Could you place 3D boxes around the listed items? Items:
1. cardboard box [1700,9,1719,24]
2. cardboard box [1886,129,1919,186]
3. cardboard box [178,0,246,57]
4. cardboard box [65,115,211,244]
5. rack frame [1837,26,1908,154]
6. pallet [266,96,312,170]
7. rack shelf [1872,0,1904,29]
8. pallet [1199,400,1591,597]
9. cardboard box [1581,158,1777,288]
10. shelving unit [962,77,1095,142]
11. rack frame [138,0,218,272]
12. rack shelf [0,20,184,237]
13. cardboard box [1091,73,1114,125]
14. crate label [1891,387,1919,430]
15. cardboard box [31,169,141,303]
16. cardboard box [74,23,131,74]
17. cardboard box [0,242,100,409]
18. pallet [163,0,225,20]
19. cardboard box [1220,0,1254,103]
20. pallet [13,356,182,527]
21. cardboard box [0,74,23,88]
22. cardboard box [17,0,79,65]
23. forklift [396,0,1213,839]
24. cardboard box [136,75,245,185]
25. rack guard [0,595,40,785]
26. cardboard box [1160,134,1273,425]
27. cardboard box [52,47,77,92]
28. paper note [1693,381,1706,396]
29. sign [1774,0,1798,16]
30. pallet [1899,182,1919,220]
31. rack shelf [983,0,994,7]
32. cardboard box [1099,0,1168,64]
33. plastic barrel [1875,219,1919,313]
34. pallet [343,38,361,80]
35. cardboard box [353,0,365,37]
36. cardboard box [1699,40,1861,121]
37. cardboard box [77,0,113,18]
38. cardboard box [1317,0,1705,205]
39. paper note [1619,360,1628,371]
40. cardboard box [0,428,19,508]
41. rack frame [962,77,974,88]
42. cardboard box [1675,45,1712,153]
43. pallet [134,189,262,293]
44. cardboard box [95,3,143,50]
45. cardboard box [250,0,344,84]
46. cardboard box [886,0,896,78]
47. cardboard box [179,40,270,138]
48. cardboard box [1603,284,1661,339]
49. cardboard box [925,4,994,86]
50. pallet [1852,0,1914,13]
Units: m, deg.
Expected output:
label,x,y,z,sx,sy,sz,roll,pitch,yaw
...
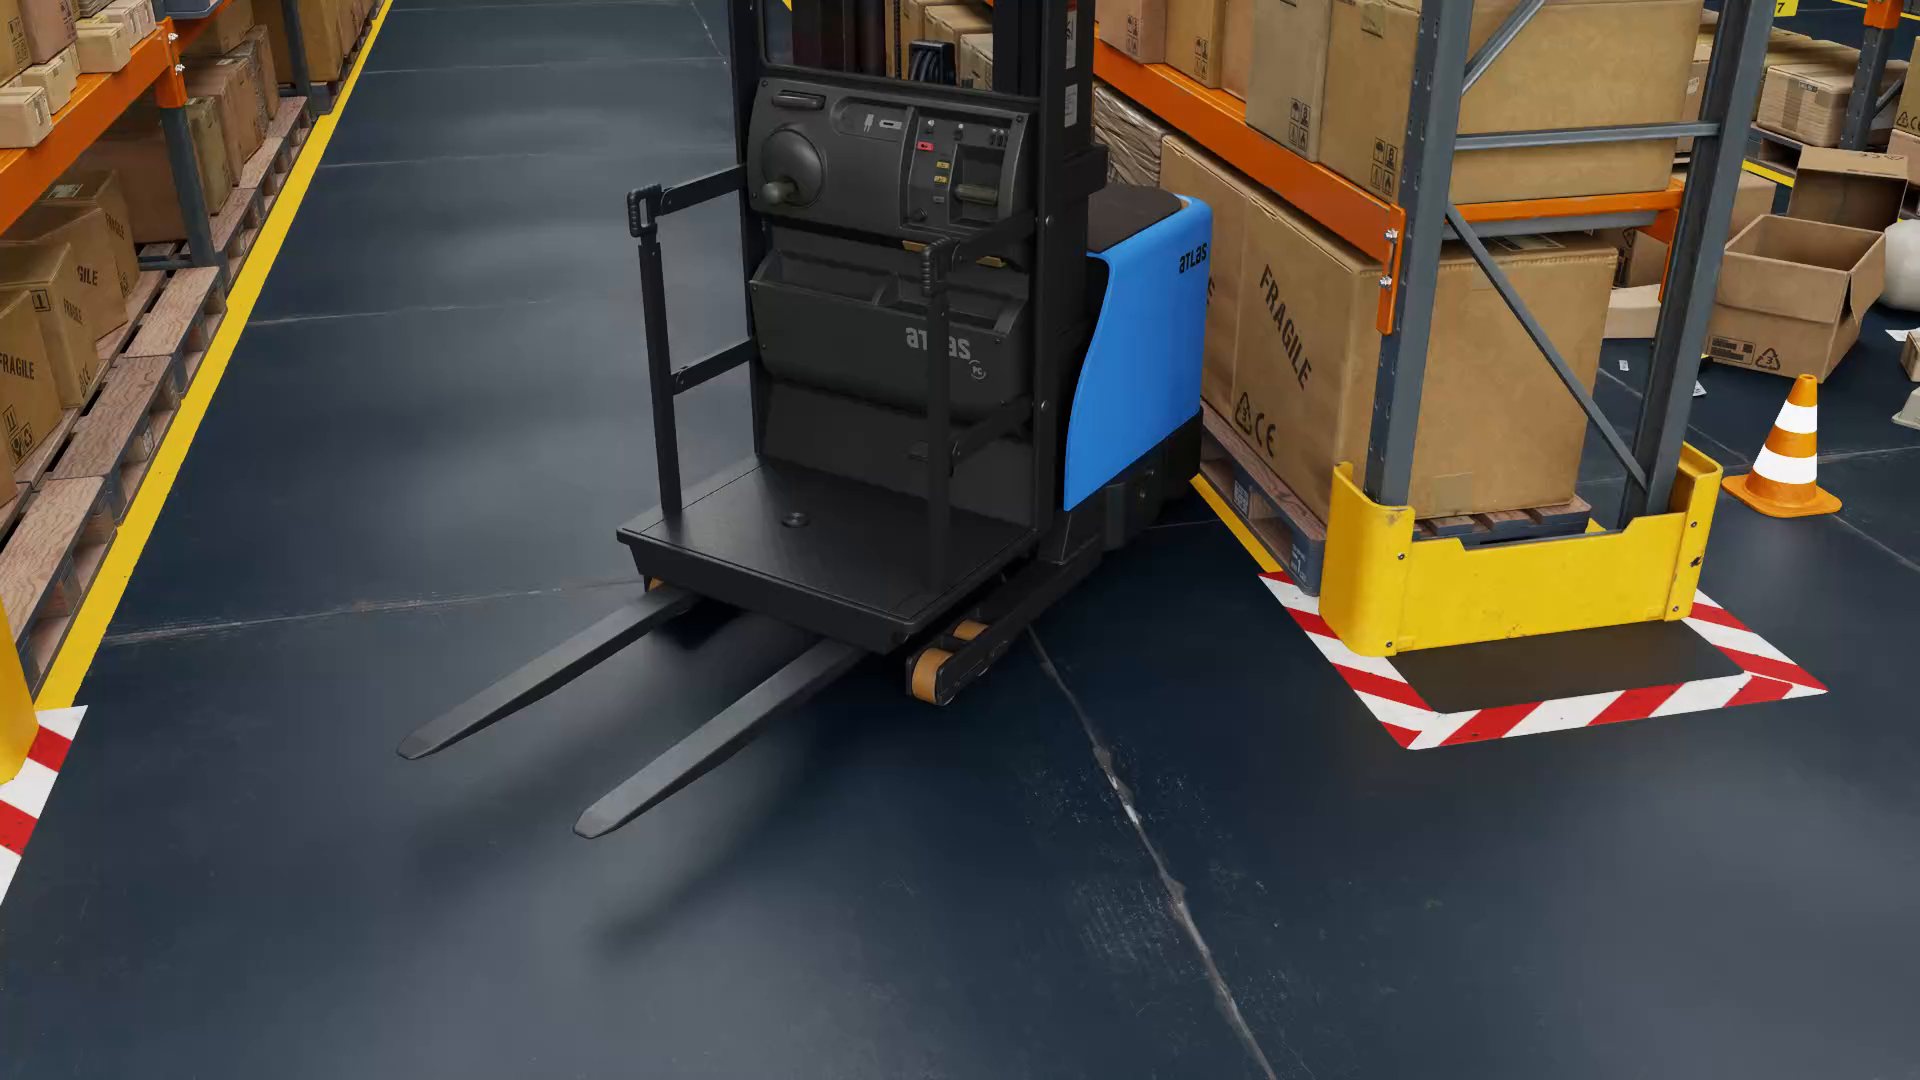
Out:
label,x,y,z,sx,sy,sz,roll,pitch,yaw
cardboard box,5.018,-3.624,12.052,0.950,0.372,0.625,-6,27,-13
cardboard box,5.498,-2.100,9.166,0.500,0.250,0.500,-7,28,-14
cardboard box,-4.619,-3.068,9.953,0.500,0.250,0.500,-3,27,-6
cardboard box,-4.145,-1.772,8.217,0.700,0.500,0.500,-8,28,-16
rack frame,5.628,-3.426,9.209,1.000,3.000,0.127,-6,27,-12
pallet,-4.754,-2.588,10.642,1.003,0.211,1.213,-6,27,-12
rack shelf,6.079,-2.227,7.631,1.077,0.370,4.000,-6,27,-12
pallet,1.473,-0.221,5.954,1.003,0.211,1.213,-6,27,-12
cardboard box,3.448,-1.540,8.092,0.797,0.637,0.503,-6,27,-12
shelving unit,0.062,-1.256,6.991,0.538,1.125,1.048,-13,30,-24
rack frame,-4.027,-2.420,7.215,1.000,3.000,0.127,-6,27,-12
rack shelf,-3.577,-1.221,5.638,1.077,0.370,4.000,-6,27,-12
cardboard box,0.901,-1.835,7.948,0.875,0.875,0.875,-6,27,-11
crate label,3.933,-0.527,6.641,0.250,0.136,0.298,-23,35,-38
cardboard box,-3.976,-1.312,7.328,0.500,0.500,0.500,-7,28,-13
cardboard box,-3.483,-1.918,6.500,0.380,0.149,0.250,-6,27,-12
cardboard box,-3.623,-0.796,6.307,0.500,0.500,0.500,-8,28,-16
pallet,-4.058,-2.684,7.952,1.003,0.211,1.213,-6,27,-12
cardboard box,1.453,-1.846,5.912,0.875,0.550,0.550,-6,27,-12
pallet,-3.563,-0.347,6.203,1.003,0.211,1.213,-6,27,-12
cardboard box,-3.387,-1.465,5.603,0.380,0.149,0.250,-6,27,-12
cardboard box,-3.697,-1.961,5.865,0.875,0.500,0.500,-6,27,-12
forklift,-0.334,-1.071,4.618,1.130,2.935,3.031,16,31,29
cardboard box,-4.360,-2.229,9.123,0.700,0.500,0.500,-8,28,-16
rack guard,-3.143,0.419,4.365,1.175,0.500,0.348,-6,27,-12
cardboard box,1.312,-1.039,6.371,0.875,0.875,0.875,-6,27,-12
cardboard box,-3.459,-1.689,6.047,0.380,0.149,0.250,-6,27,-12
paper note,3.039,-0.639,6.985,0.144,0.017,0.142,3,27,6
sign,2.271,-1.599,4.539,0.100,0.325,0.005,-6,27,-12
pallet,5.814,-1.890,9.260,1.003,0.211,1.213,-6,27,-12
rack shelf,0.377,-3.436,10.027,1.077,0.370,4.000,-6,27,-12
cardboard box,1.076,-2.297,6.806,0.875,0.550,0.550,-6,27,-12
plastic barrel,4.589,-1.273,7.802,0.512,0.421,0.421,13,30,24
pallet,-5.304,-3.819,13.082,1.003,0.211,1.213,-6,27,-12
cardboard box,-5.464,-4.500,13.228,1.225,0.875,0.875,-7,28,-13
cardboard box,5.342,-2.986,10.787,0.950,0.372,0.625,-4,27,-8
cardboard box,-3.986,-2.393,6.722,0.875,0.500,0.500,-6,27,-12
cardboard box,1.602,-1.348,4.926,0.875,0.550,0.550,-6,27,-12
paper note,2.893,-0.761,7.247,0.032,0.001,0.123,8,28,15
cardboard box,-3.418,-0.270,5.264,0.500,0.500,0.500,1,27,2
rack frame,-0.169,-1.460,7.395,0.500,1.125,0.032,-13,30,-24
cardboard box,3.900,-2.454,9.217,0.500,0.500,0.500,-6,27,-12
pallet,-4.204,-1.516,8.520,1.003,0.211,1.213,-6,27,-12
cardboard box,-3.645,-2.132,6.924,0.380,0.149,0.250,-6,27,-12
cardboard box,-5.064,-3.720,11.683,1.225,0.875,0.875,-7,28,-14
cardboard box,-0.024,-3.542,11.469,1.050,0.750,0.750,-6,27,-12
cardboard box,-4.621,-2.722,10.100,0.700,0.500,0.500,-8,28,-16
cardboard box,3.010,-1.091,7.617,0.396,0.266,0.258,-1,27,-3
cardboard box,0.387,-2.749,9.899,1.050,0.750,0.750,-6,27,-12
pallet,9.159,-5.309,16.034,1.003,0.211,1.213,-6,27,-12
